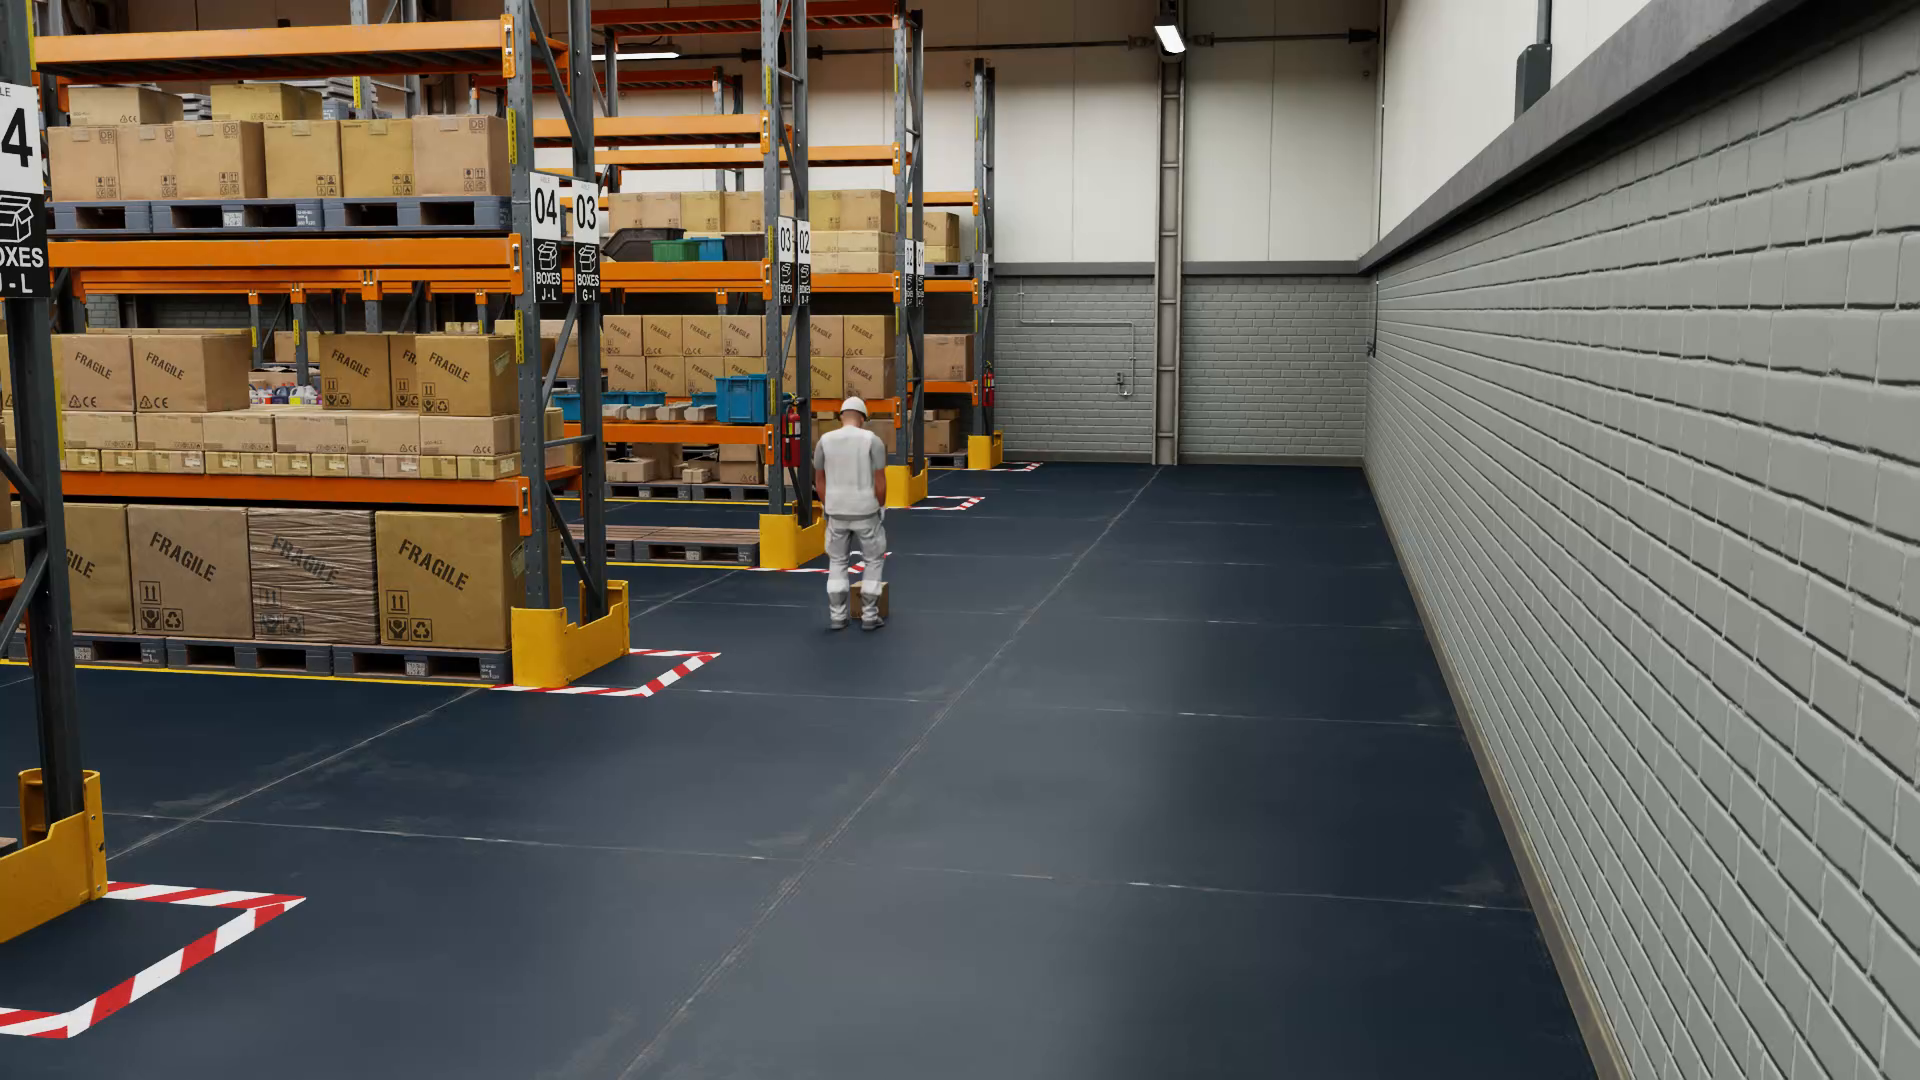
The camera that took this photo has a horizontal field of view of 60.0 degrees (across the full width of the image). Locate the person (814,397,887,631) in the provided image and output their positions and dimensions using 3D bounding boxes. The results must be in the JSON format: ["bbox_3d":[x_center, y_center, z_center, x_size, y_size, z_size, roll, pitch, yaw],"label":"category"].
[{"bbox_3d":[-0.809,-0.200,12.417,0.547,1.724,0.477,2,8,13],"label":"person"}]
